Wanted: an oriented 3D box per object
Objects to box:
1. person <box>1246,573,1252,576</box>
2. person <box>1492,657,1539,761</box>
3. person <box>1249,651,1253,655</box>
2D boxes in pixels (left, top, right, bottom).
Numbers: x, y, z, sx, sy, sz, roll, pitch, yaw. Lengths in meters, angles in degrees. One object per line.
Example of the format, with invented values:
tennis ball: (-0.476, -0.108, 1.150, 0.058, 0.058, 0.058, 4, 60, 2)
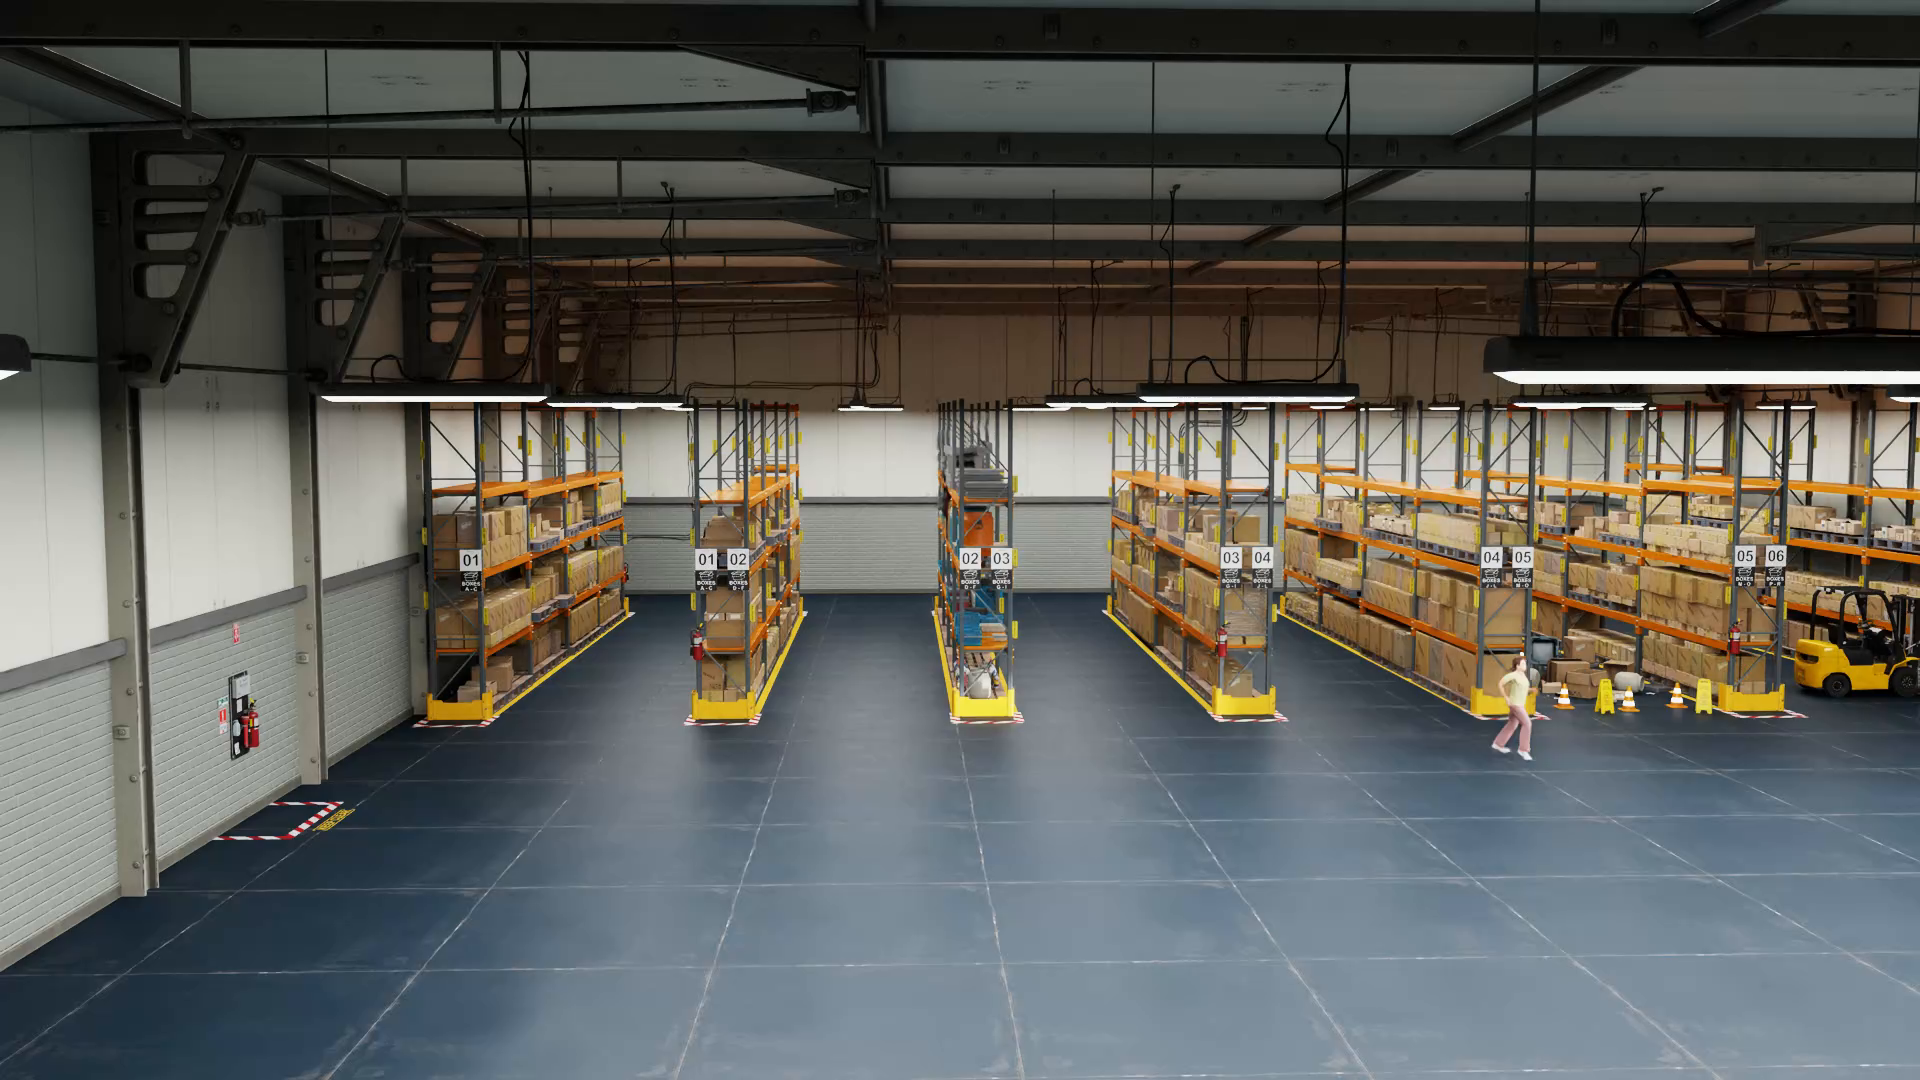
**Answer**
person: (7.996, 1.274, 46.821, 0.766, 1.743, 1.046, 1, 5, 17)
person: (9.253, 2.793, 27.722, 0.744, 1.725, 0.563, 3, 5, 34)
person: (6.984, 1.873, 39.732, 0.531, 1.720, 0.738, -1, 4, -10)
